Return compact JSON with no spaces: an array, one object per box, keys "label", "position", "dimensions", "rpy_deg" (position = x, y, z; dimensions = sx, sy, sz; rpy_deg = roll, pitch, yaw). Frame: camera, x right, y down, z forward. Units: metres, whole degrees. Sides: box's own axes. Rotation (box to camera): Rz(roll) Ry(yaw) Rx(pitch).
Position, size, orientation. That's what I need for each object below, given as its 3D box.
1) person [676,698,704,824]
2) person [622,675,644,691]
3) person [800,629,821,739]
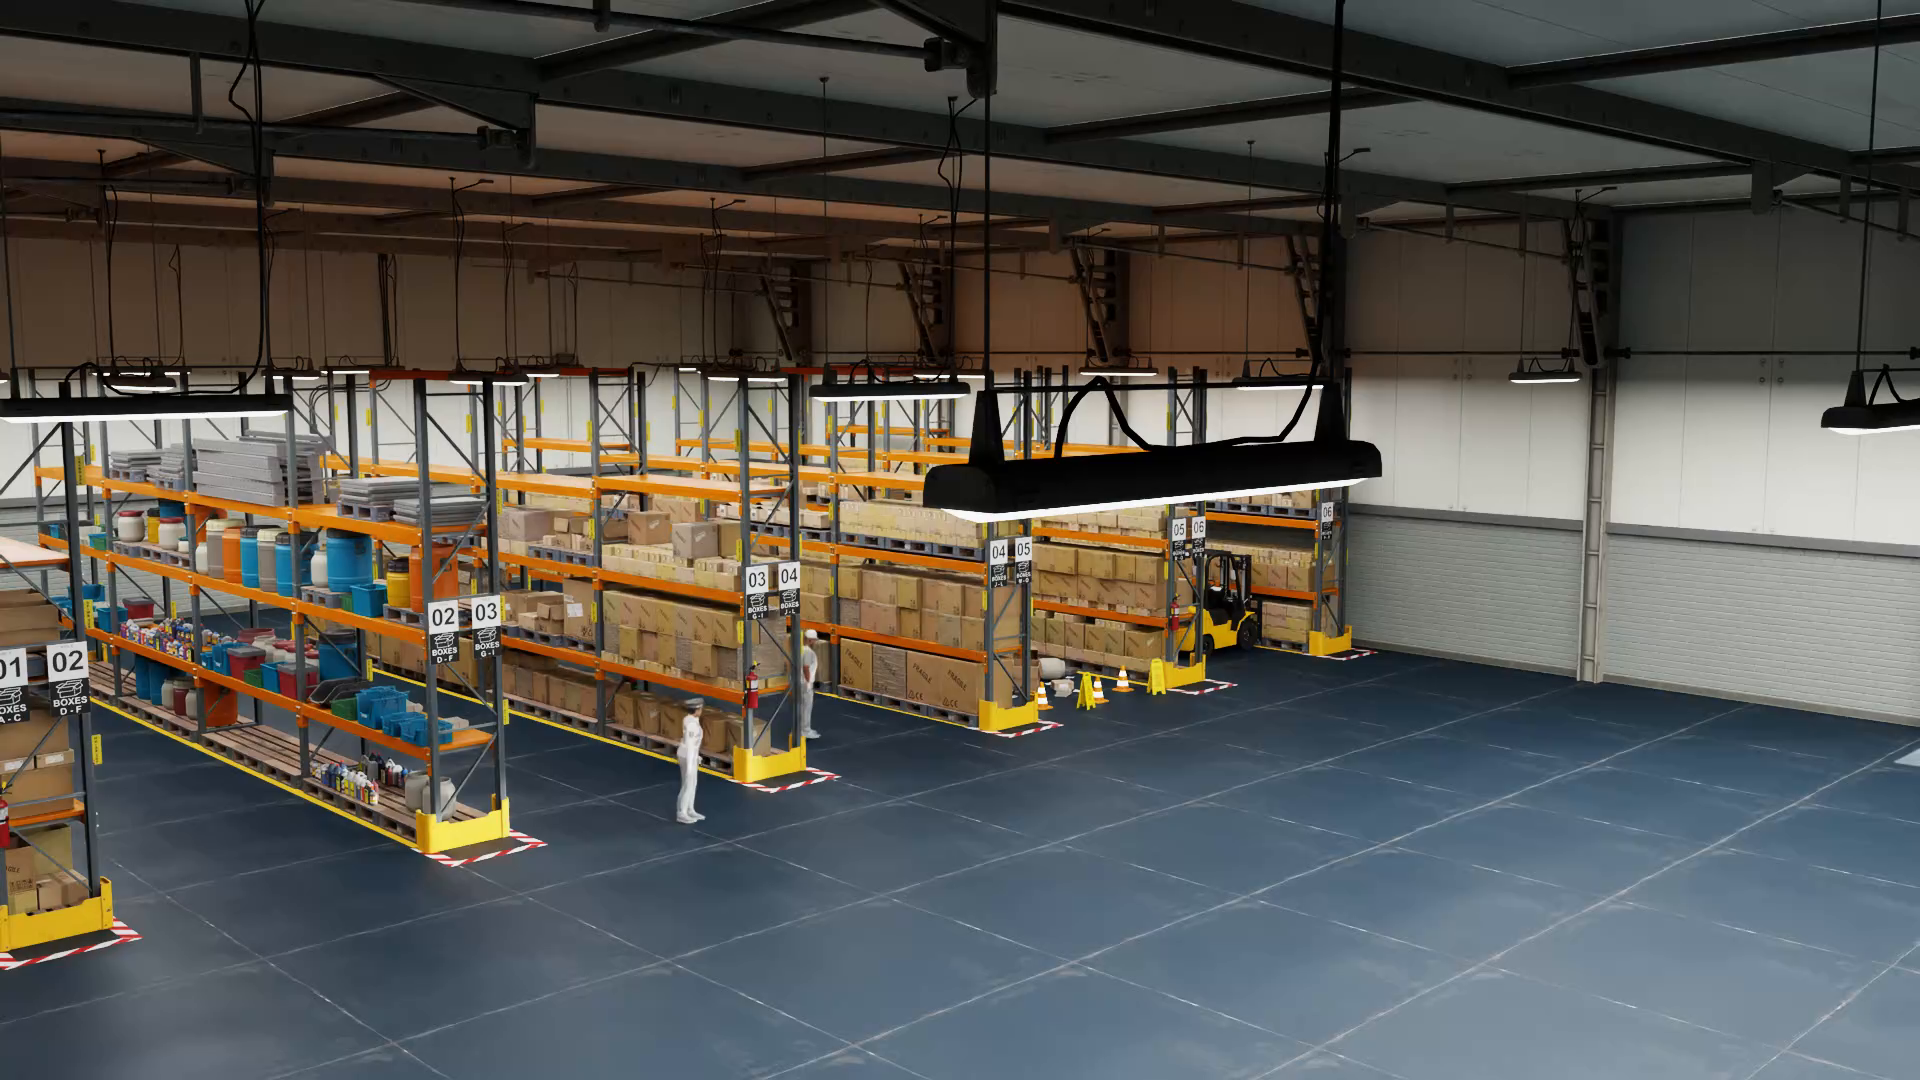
[{"label":"person","position":[-3.653,2.975,22.498],"dimensions":[0.403,1.671,0.531],"rpy_deg":[-1,7,-11]},{"label":"person","position":[-6.059,1.992,30.791],"dimensions":[0.444,1.825,0.612],"rpy_deg":[-3,7,-22]},{"label":"person","position":[-2.530,2.358,27.470],"dimensions":[0.447,1.778,0.633],"rpy_deg":[-2,7,-18]}]
